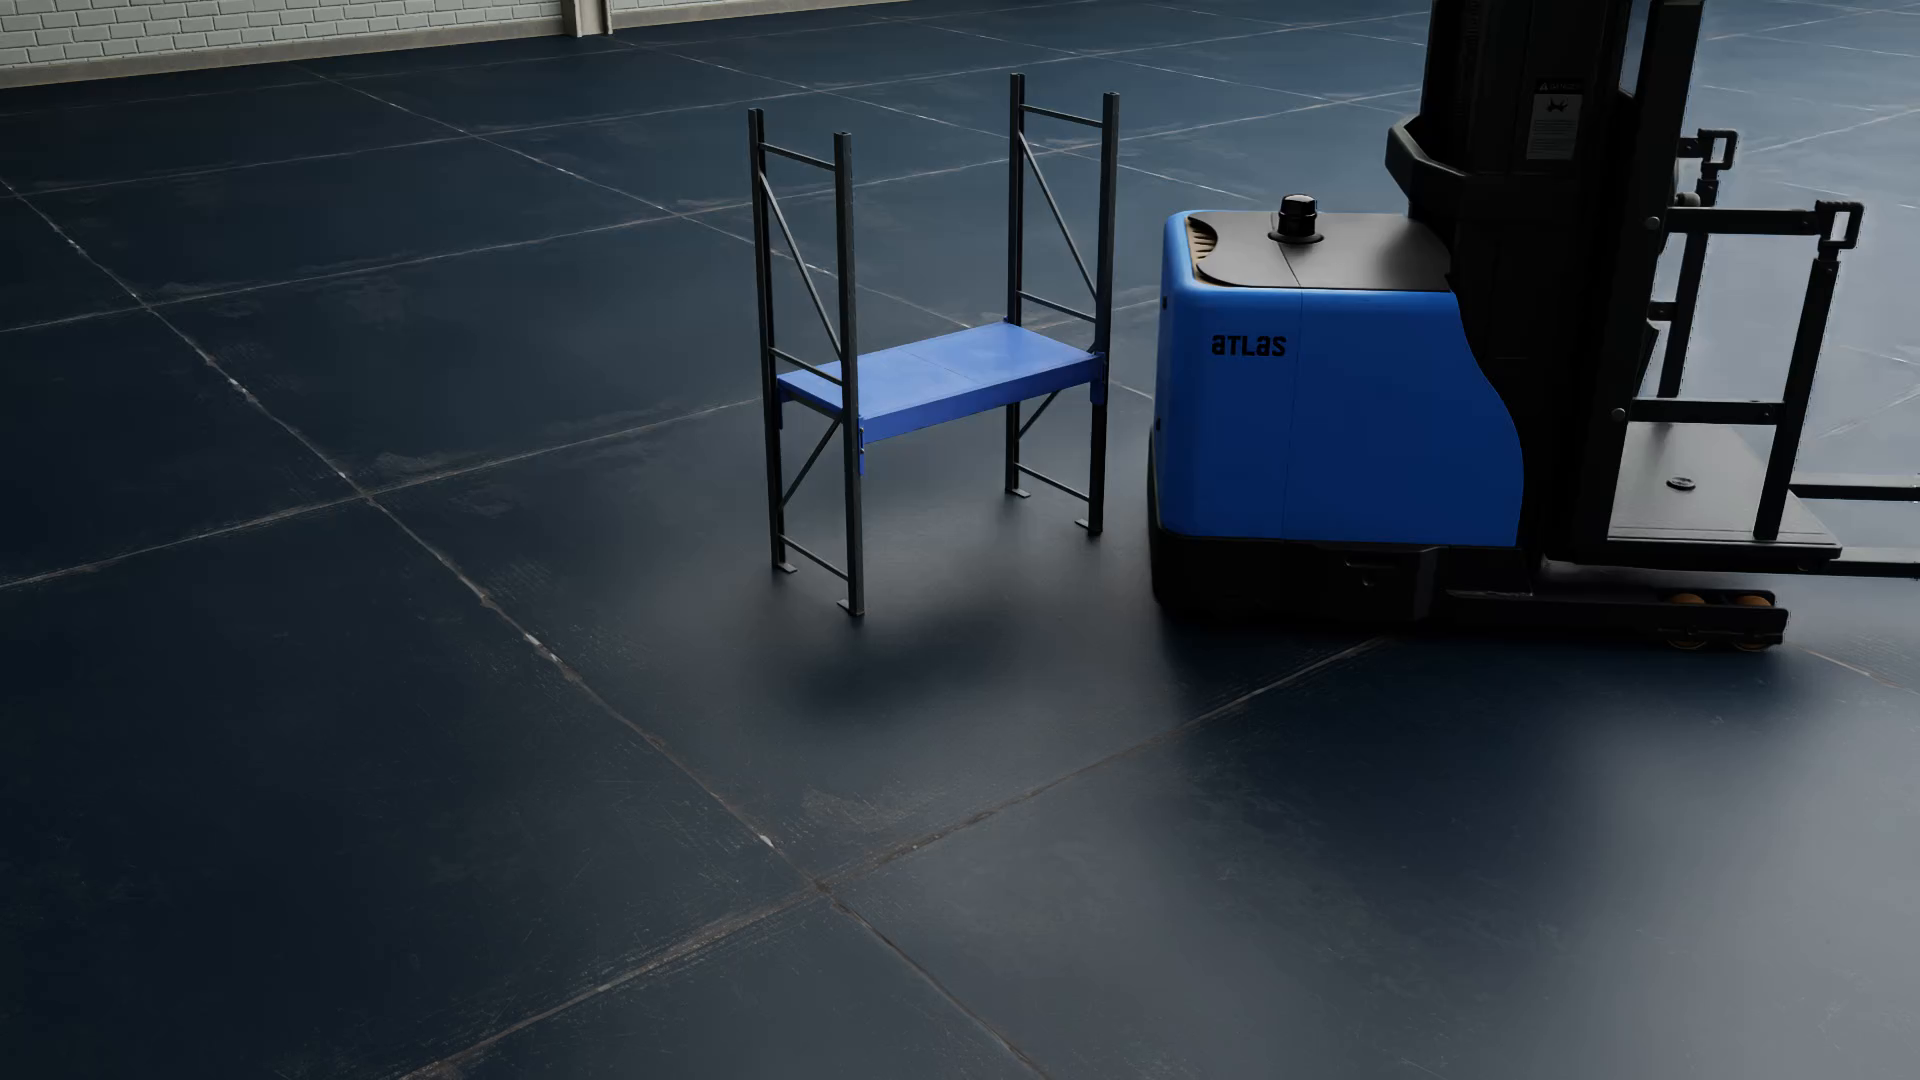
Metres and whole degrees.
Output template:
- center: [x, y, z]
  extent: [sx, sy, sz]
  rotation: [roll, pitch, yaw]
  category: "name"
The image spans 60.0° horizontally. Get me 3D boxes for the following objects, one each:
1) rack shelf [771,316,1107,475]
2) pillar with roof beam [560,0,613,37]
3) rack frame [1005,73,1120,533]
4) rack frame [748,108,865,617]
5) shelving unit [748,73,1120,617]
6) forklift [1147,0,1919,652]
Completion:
- center: [-0.067, -0.495, 5.462]
  extent: [1.000, 0.185, 0.538]
  rotation: [-18, 31, -34]
  category: "rack shelf"
- center: [-1.083, -7.752, 11.763]
  extent: [0.400, 9.000, 9.100]
  rotation: [-18, 31, -34]
  category: "pillar with roof beam"
- center: [0.333, -0.790, 5.671]
  extent: [0.032, 1.500, 0.500]
  rotation: [-18, 31, -34]
  category: "rack frame"
- center: [-0.467, -0.526, 5.102]
  extent: [0.032, 1.500, 0.500]
  rotation: [-18, 31, -34]
  category: "rack frame"
- center: [-0.067, -0.658, 5.387]
  extent: [1.048, 1.500, 0.538]
  rotation: [-18, 31, -34]
  category: "shelving unit"
- center: [2.150, -1.225, 4.908]
  extent: [3.031, 2.935, 1.130]
  rotation: [2, 25, 4]
  category: "forklift"
